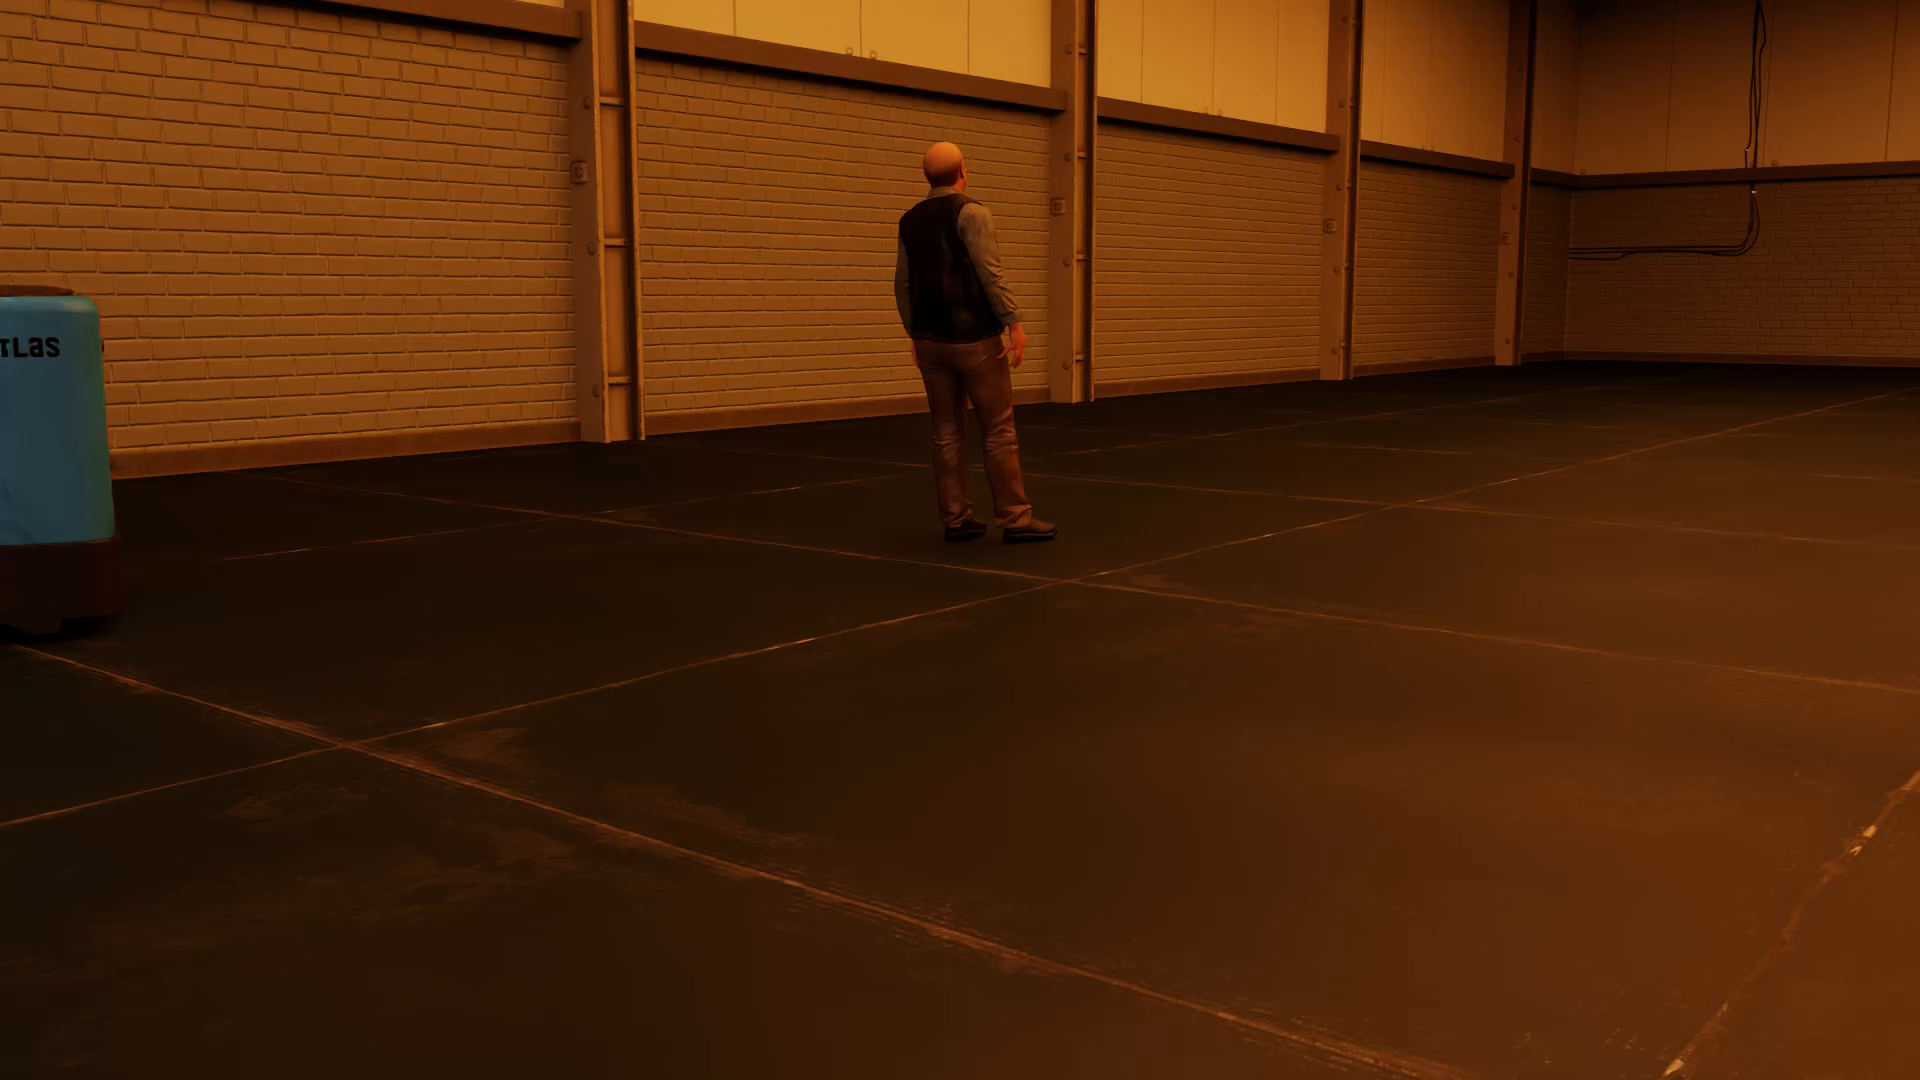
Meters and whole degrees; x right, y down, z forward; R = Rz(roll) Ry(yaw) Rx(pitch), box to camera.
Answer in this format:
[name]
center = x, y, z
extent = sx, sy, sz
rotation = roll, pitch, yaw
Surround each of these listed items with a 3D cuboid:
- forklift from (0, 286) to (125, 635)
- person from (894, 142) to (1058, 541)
[forklift]
center = -4.234, -1.106, 4.842
extent = 3.031, 2.935, 1.130
rotation = -4, 9, -27
[person]
center = 0.045, -0.865, 7.322
extent = 0.632, 1.720, 0.568
rotation = 7, 11, 38
